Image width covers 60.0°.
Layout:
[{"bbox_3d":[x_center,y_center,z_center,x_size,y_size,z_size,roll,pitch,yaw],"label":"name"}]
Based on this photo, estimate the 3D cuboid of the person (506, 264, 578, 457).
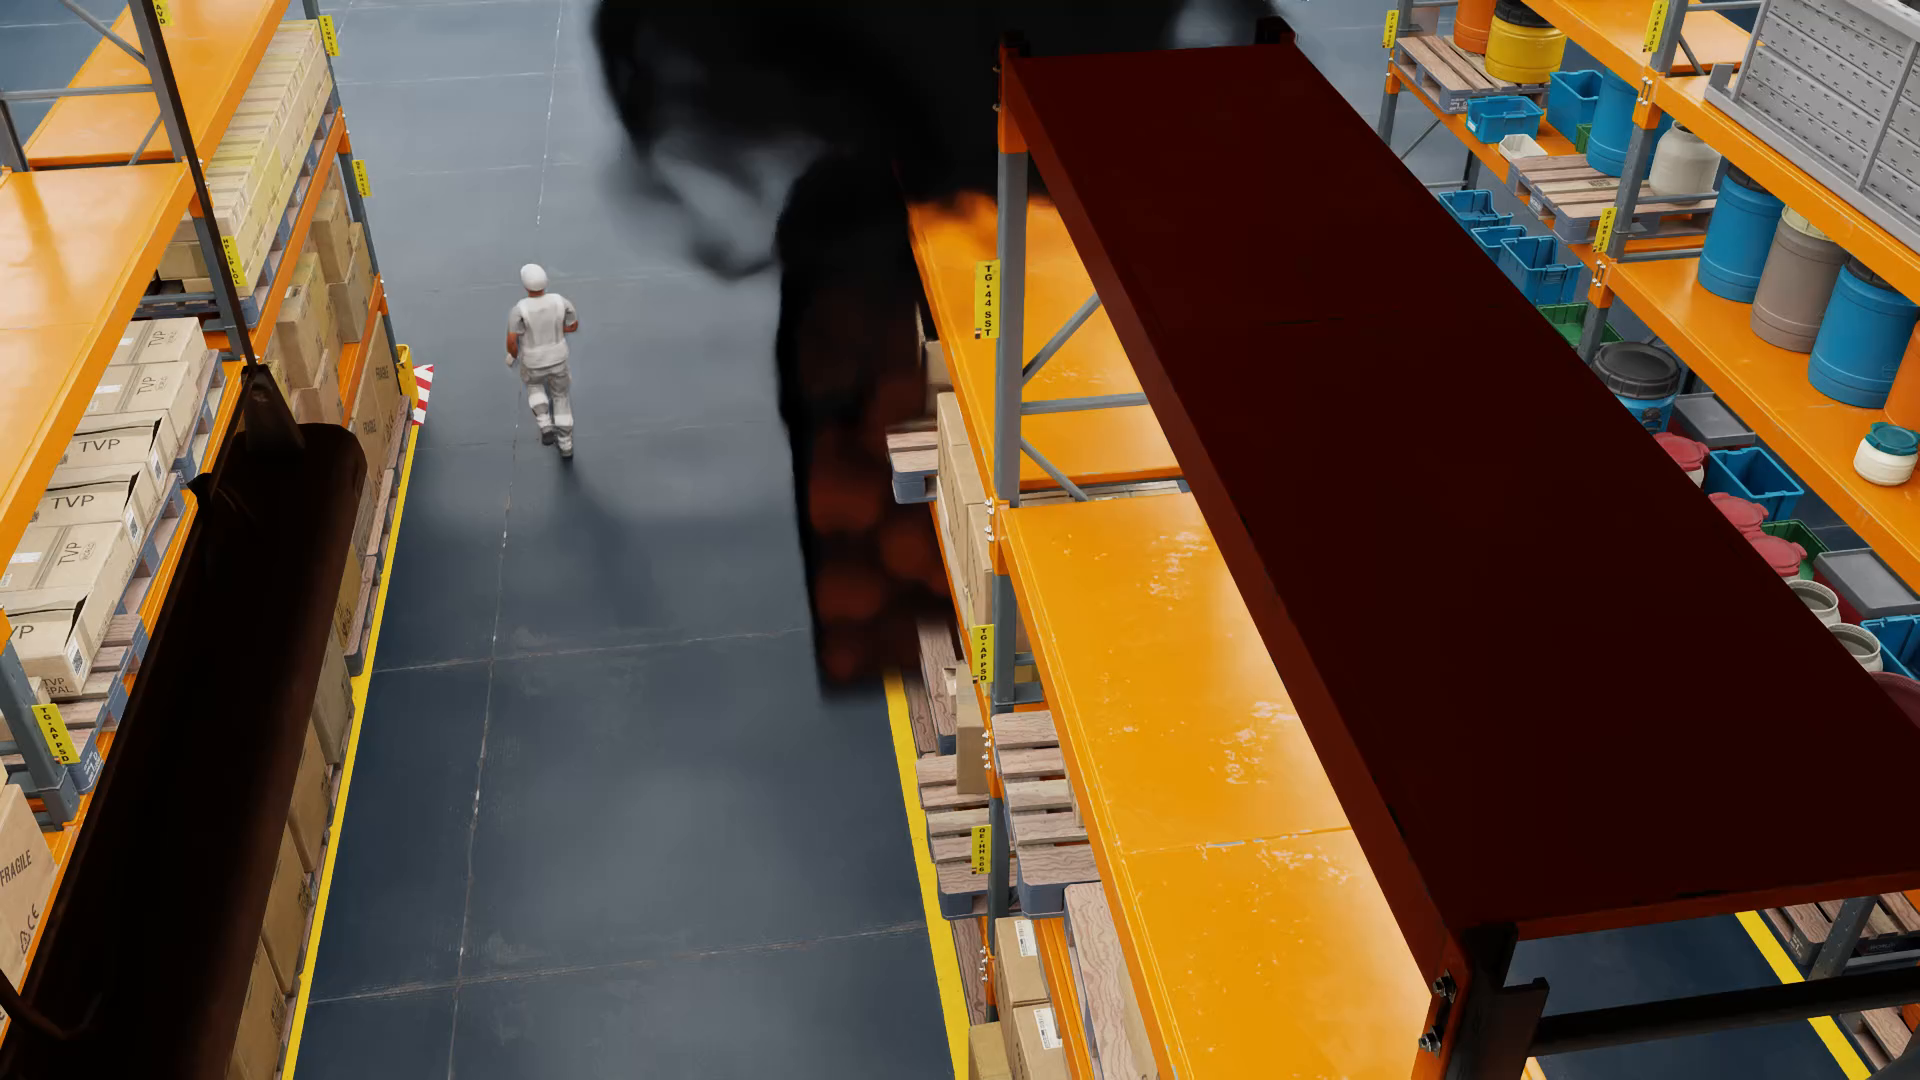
[{"bbox_3d":[-3.531,-1.565,14.088,0.643,1.745,0.618,-15,39,-19],"label":"person"}]
